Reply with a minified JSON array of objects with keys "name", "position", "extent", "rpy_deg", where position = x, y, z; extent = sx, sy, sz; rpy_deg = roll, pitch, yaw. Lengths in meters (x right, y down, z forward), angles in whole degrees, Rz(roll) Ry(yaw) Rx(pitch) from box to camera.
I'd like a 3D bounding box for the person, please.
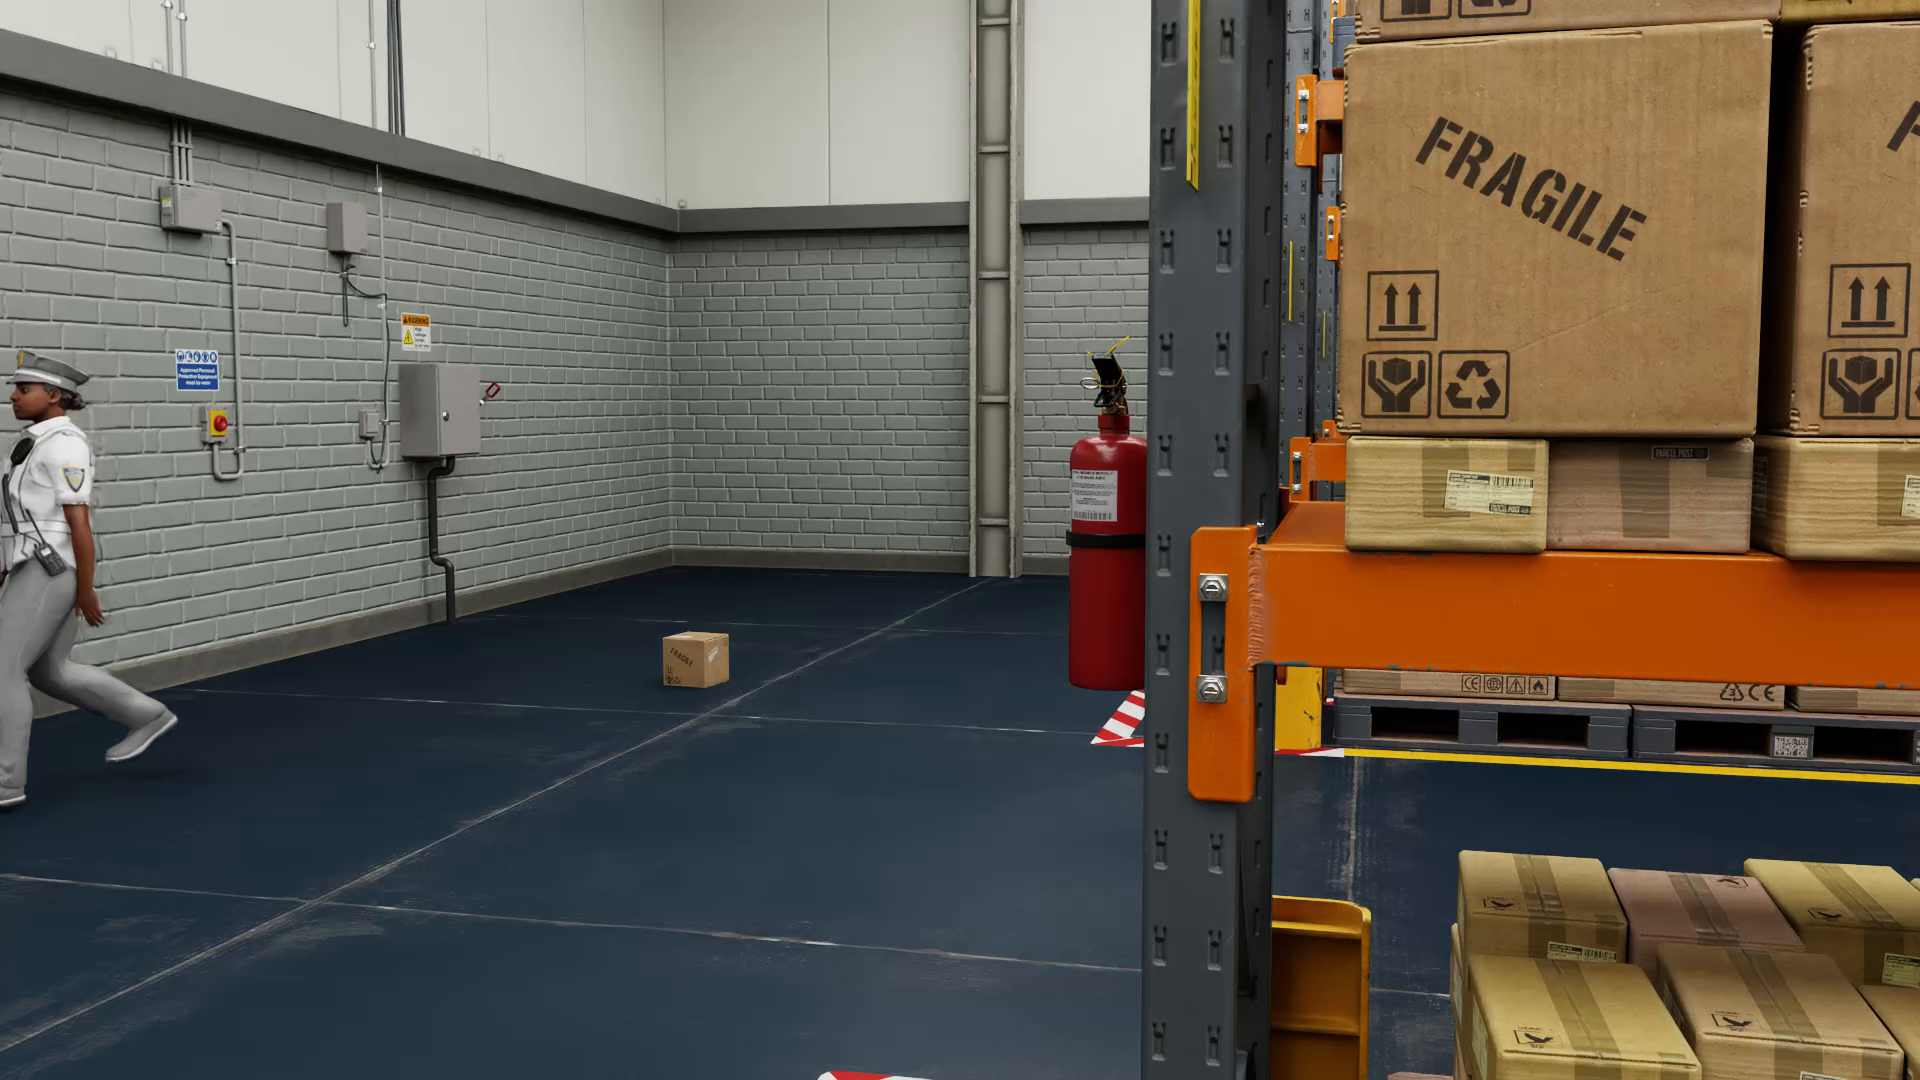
[{"name":"person","position":[-3.368,0.121,6.179],"extent":[0.883,1.648,0.443],"rpy_deg":[-4,7,-41]}]
